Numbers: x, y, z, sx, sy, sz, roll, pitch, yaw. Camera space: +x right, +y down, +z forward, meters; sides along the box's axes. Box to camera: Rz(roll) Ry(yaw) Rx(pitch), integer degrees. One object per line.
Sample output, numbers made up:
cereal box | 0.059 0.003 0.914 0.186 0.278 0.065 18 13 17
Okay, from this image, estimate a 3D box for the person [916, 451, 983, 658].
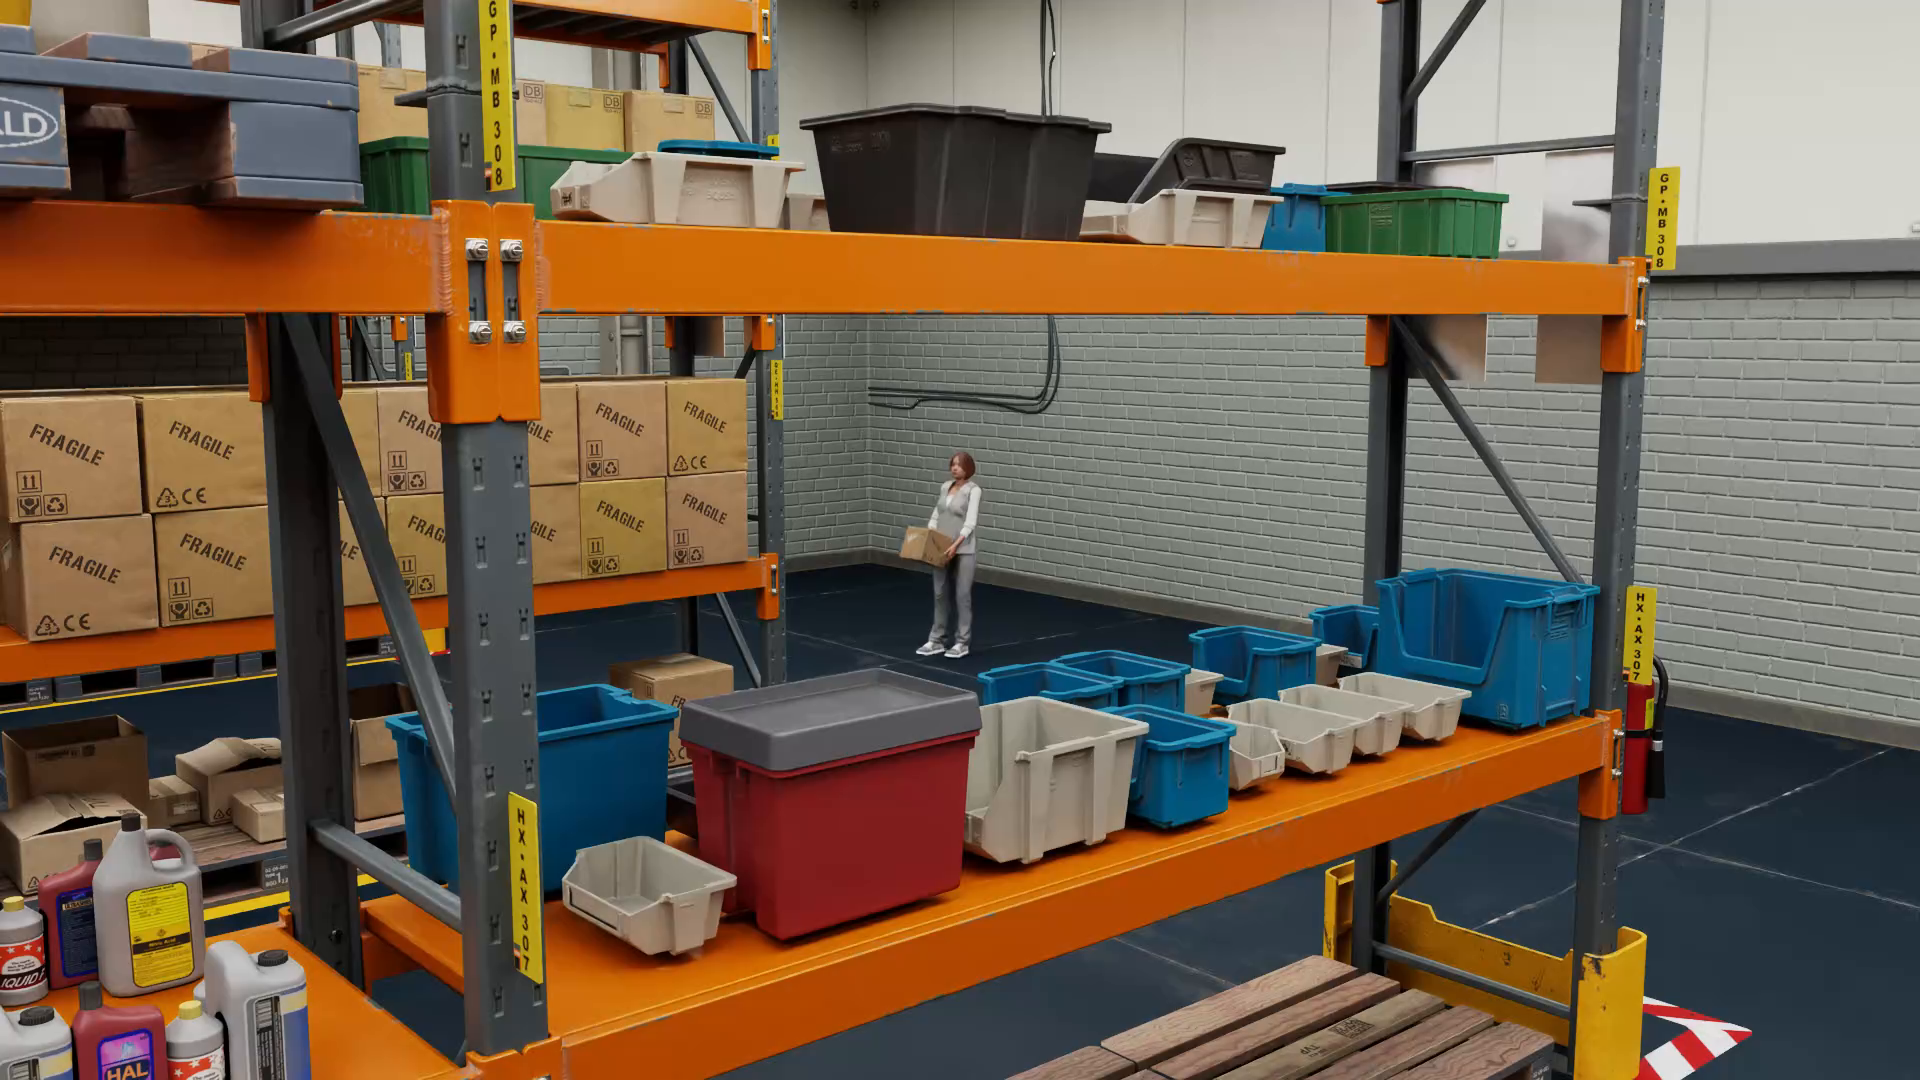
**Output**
person | -0.079 0.115 12.949 0.457 1.601 0.458 6 9 36
